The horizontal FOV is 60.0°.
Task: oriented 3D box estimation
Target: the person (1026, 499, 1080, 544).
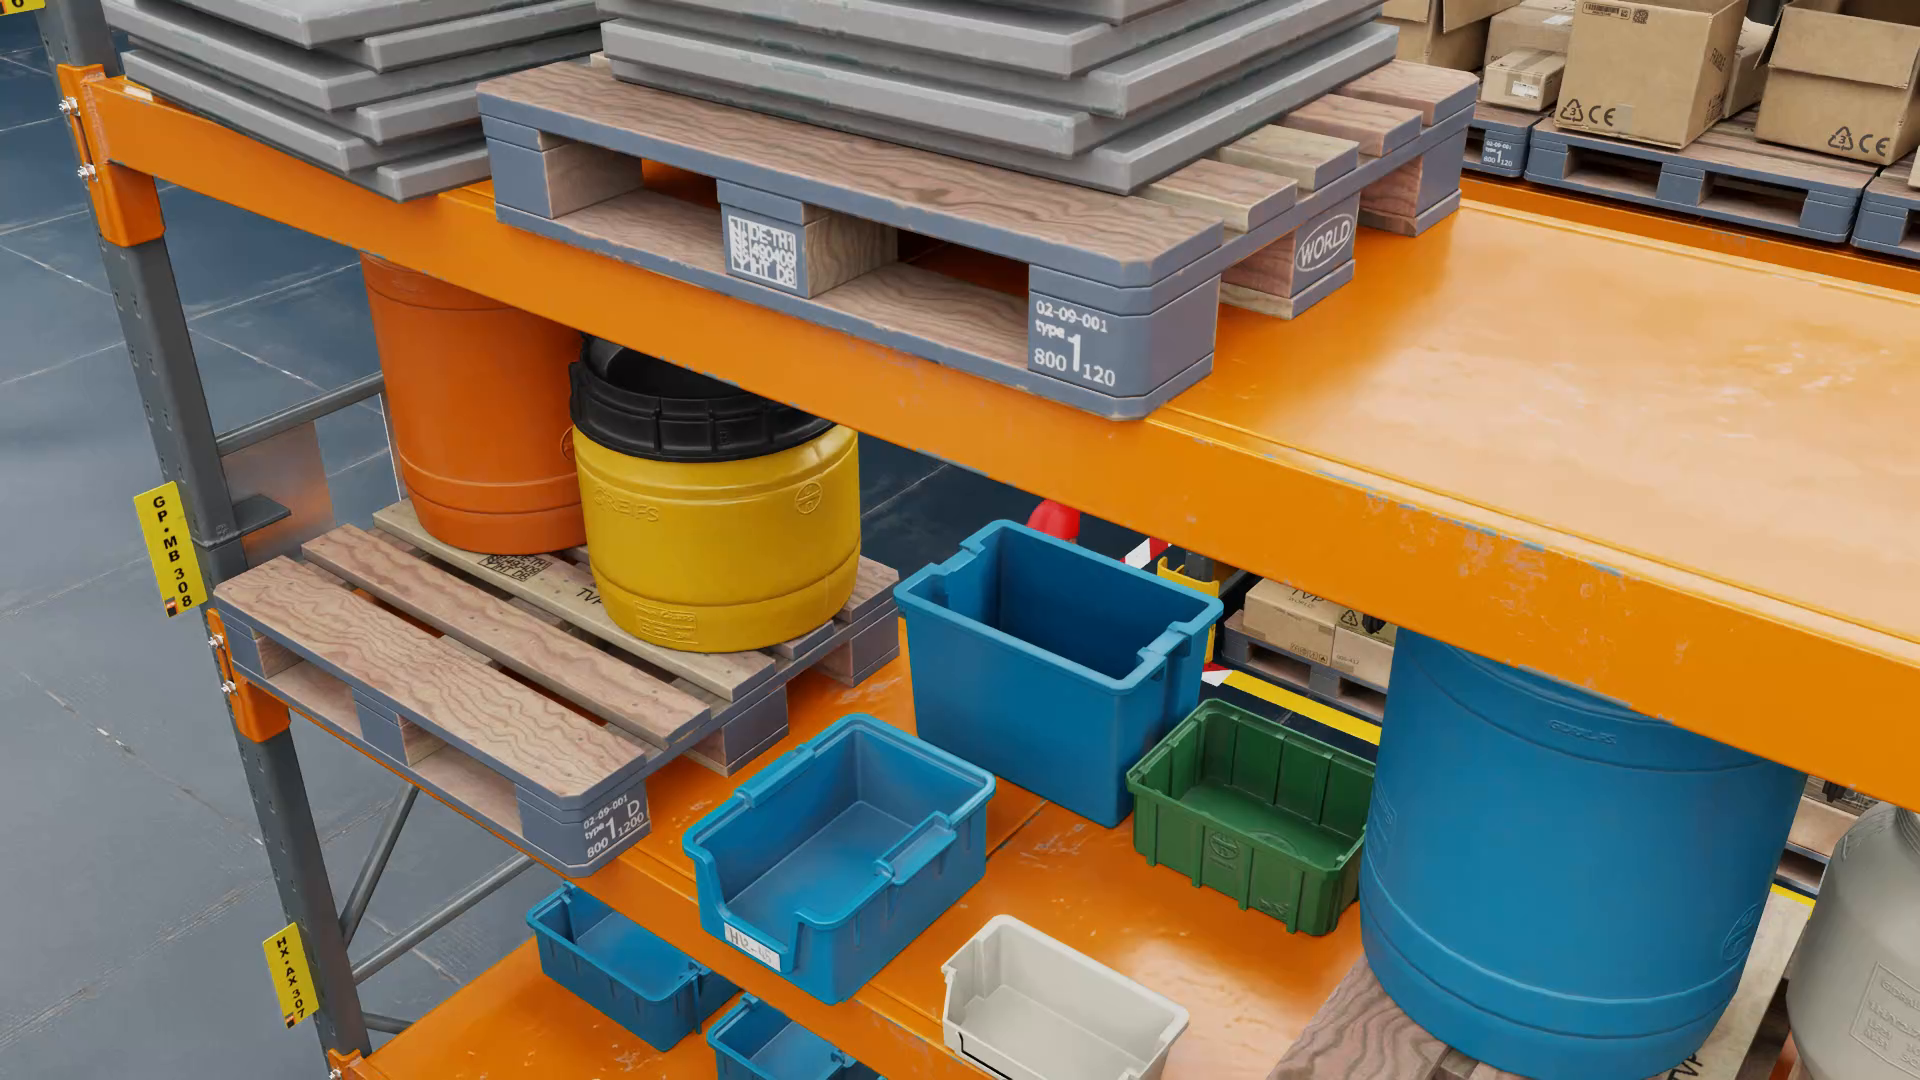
[{"bbox_3d":[0.382,0.597,7.057,0.544,1.788,0.414,20,36,30],"label":"person"}]
